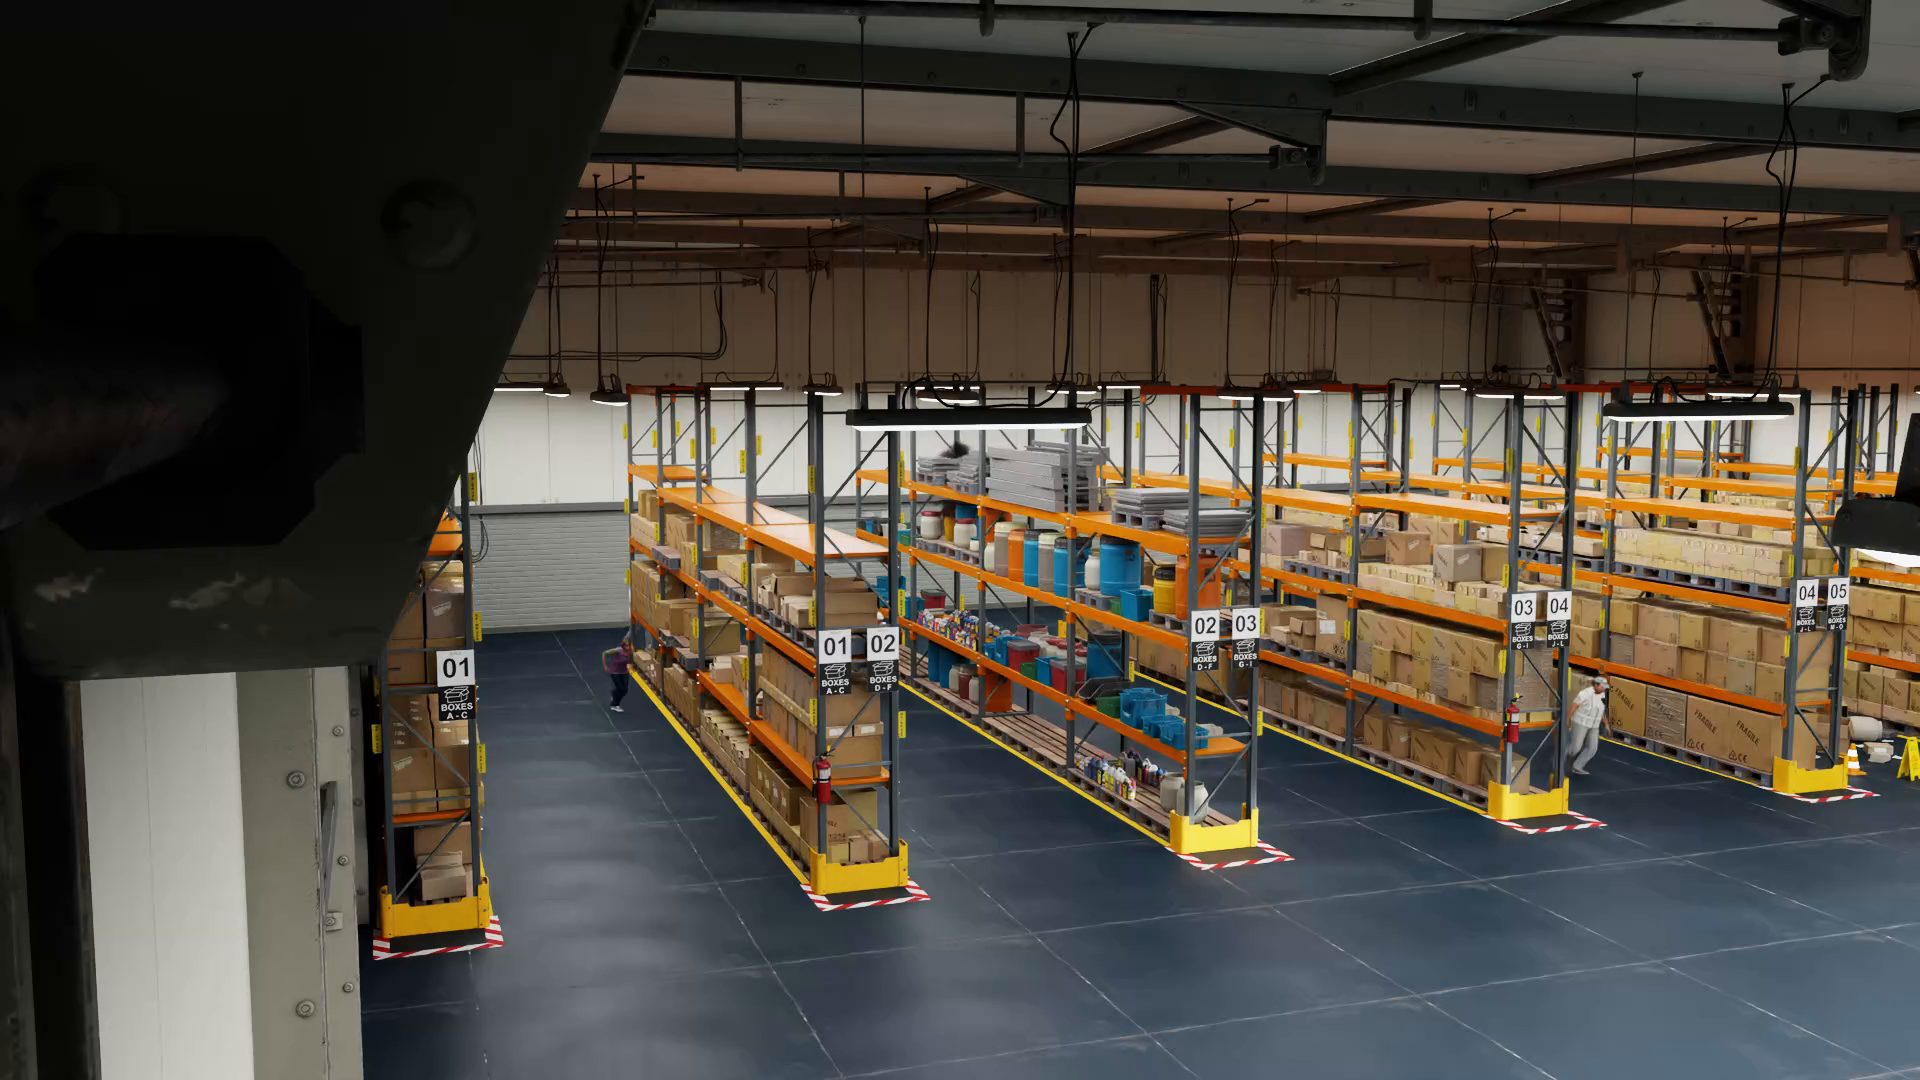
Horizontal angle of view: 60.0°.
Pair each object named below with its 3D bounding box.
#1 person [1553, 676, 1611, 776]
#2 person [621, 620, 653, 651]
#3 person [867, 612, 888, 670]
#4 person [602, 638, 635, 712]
[{"bbox_3d":[9.705,2.876,25.843,0.756,1.579,0.693,-2,6,-21],"label":"person"},{"bbox_3d":[-7.085,1.654,36.755,0.868,1.823,0.677,2,6,20],"label":"person"},{"bbox_3d":[-1.671,2.190,32.025,0.674,1.689,0.872,-4,7,-36],"label":"person"},{"bbox_3d":[-6.254,2.482,30.498,0.569,1.428,0.741,-5,7,-37],"label":"person"}]
